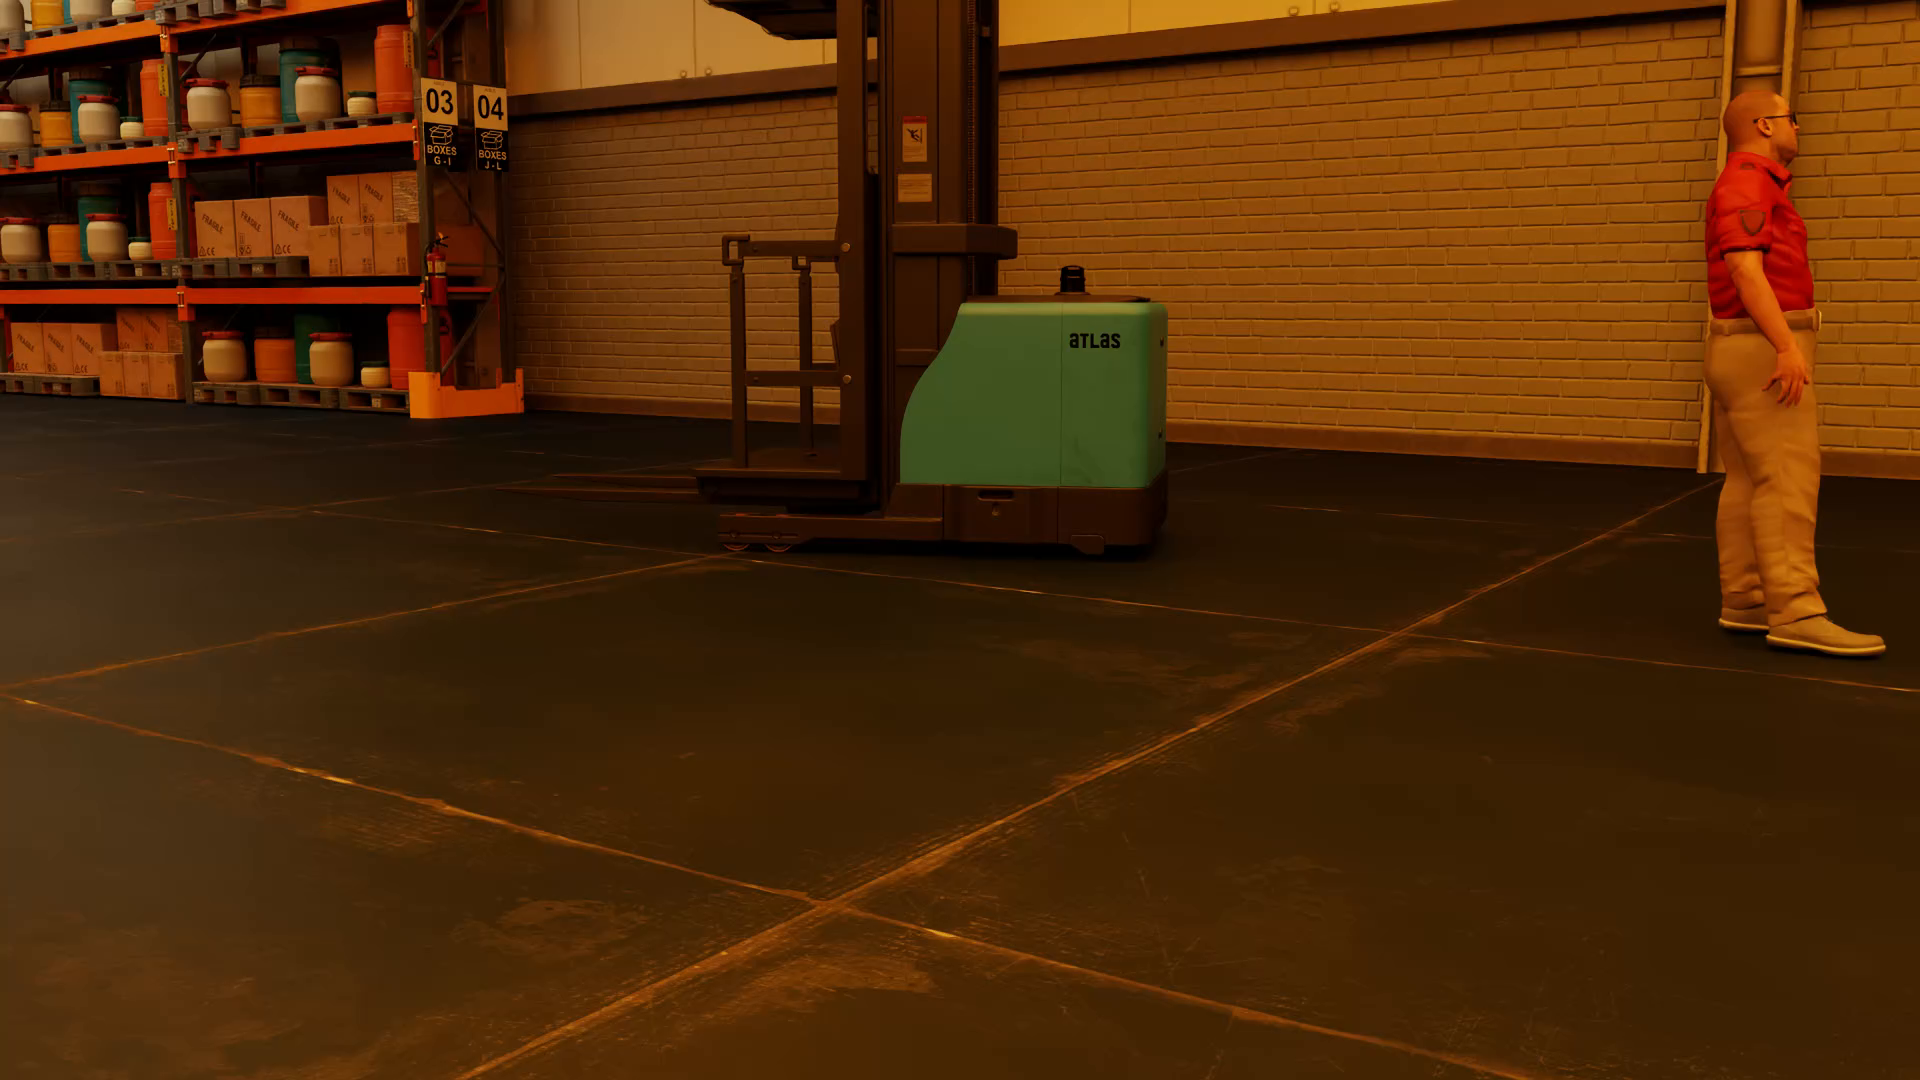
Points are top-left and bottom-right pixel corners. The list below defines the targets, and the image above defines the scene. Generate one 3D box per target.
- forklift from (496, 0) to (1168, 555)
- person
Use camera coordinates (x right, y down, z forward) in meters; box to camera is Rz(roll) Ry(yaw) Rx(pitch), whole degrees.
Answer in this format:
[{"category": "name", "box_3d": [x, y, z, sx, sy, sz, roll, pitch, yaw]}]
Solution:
[{"category": "forklift", "box_3d": [-0.596, -1.469, 7.520, 3.031, 2.935, 1.130, 2, 8, 12]}, {"category": "person", "box_3d": [2.635, -0.548, 5.266, 0.551, 1.727, 0.638, 3, 9, 18]}]
